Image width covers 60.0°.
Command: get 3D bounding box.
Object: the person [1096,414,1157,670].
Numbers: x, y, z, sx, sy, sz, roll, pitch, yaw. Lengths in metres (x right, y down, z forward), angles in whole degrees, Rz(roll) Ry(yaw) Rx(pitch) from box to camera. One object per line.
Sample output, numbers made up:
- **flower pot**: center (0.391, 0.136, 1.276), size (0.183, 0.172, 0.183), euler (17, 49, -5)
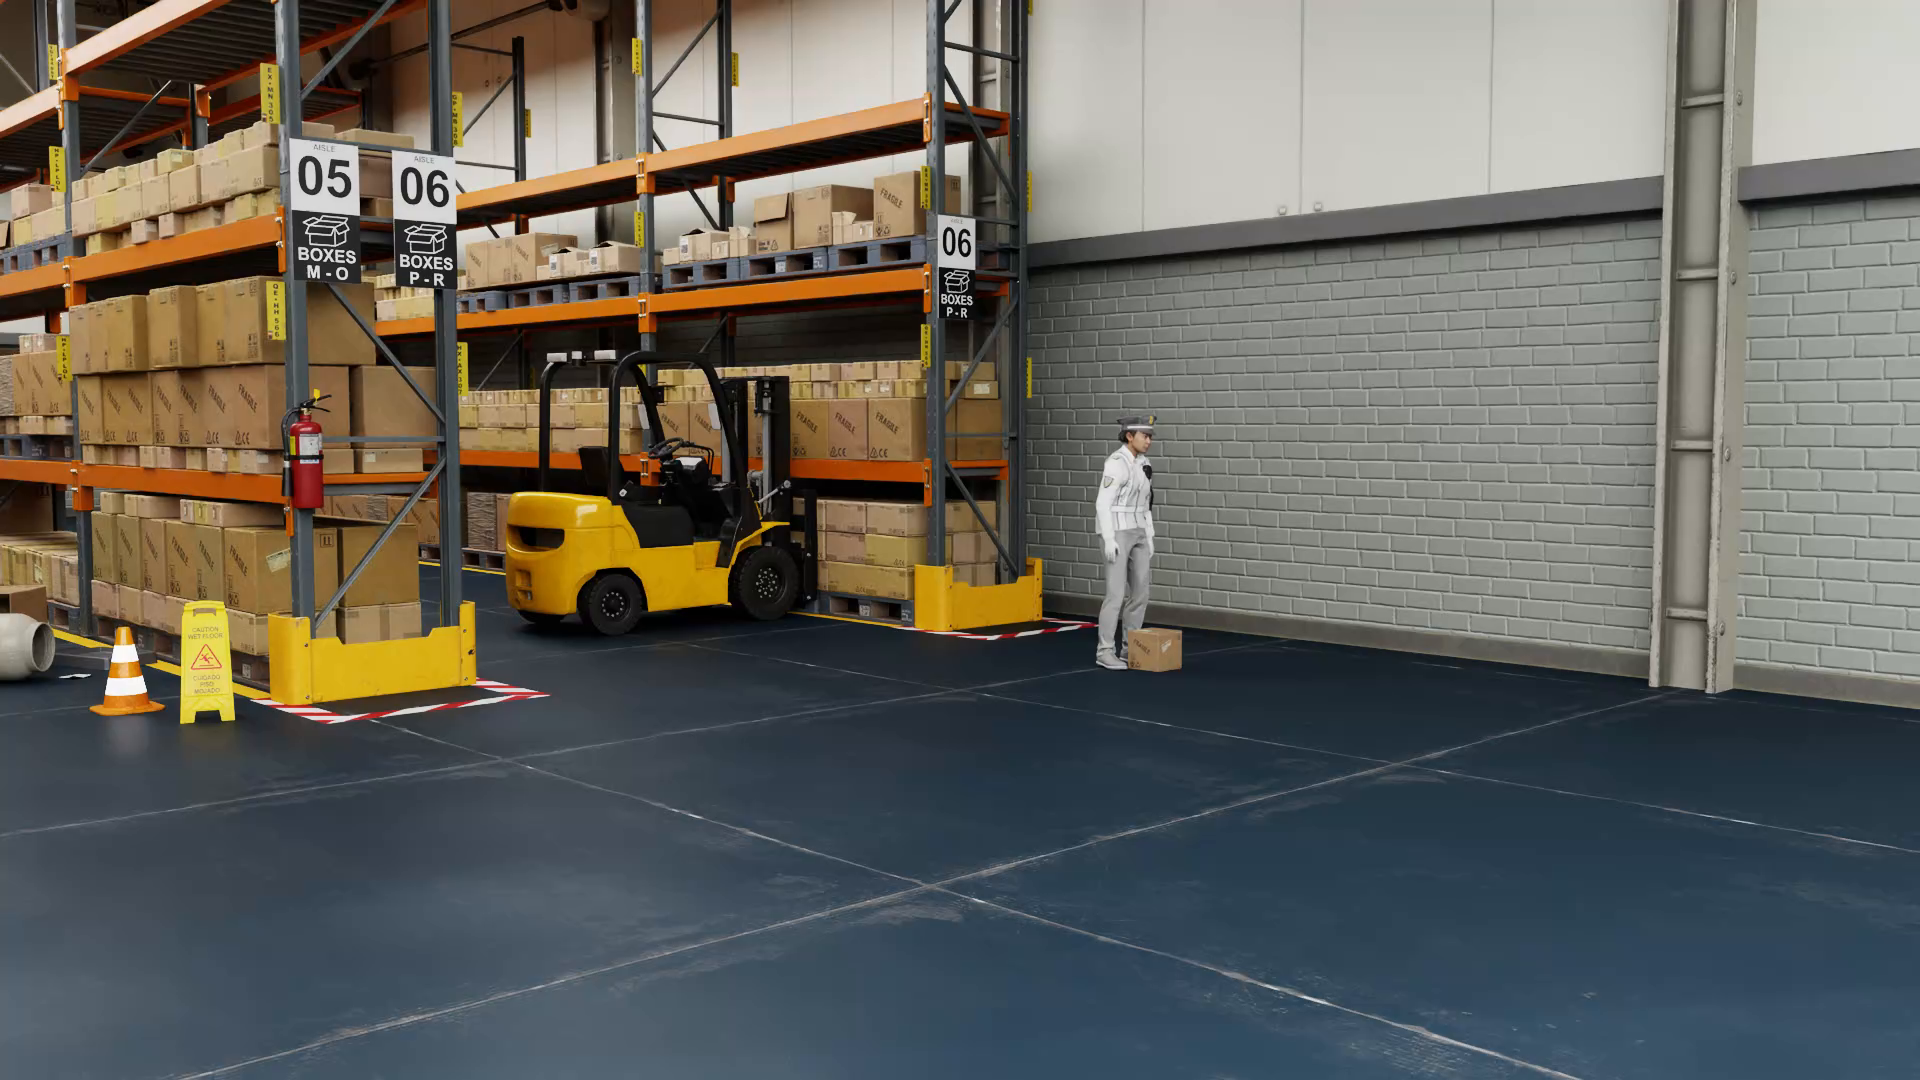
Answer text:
- **person**: center (1.107, 0.001, 11.006), size (0.375, 1.662, 0.541), euler (4, 5, 42)
